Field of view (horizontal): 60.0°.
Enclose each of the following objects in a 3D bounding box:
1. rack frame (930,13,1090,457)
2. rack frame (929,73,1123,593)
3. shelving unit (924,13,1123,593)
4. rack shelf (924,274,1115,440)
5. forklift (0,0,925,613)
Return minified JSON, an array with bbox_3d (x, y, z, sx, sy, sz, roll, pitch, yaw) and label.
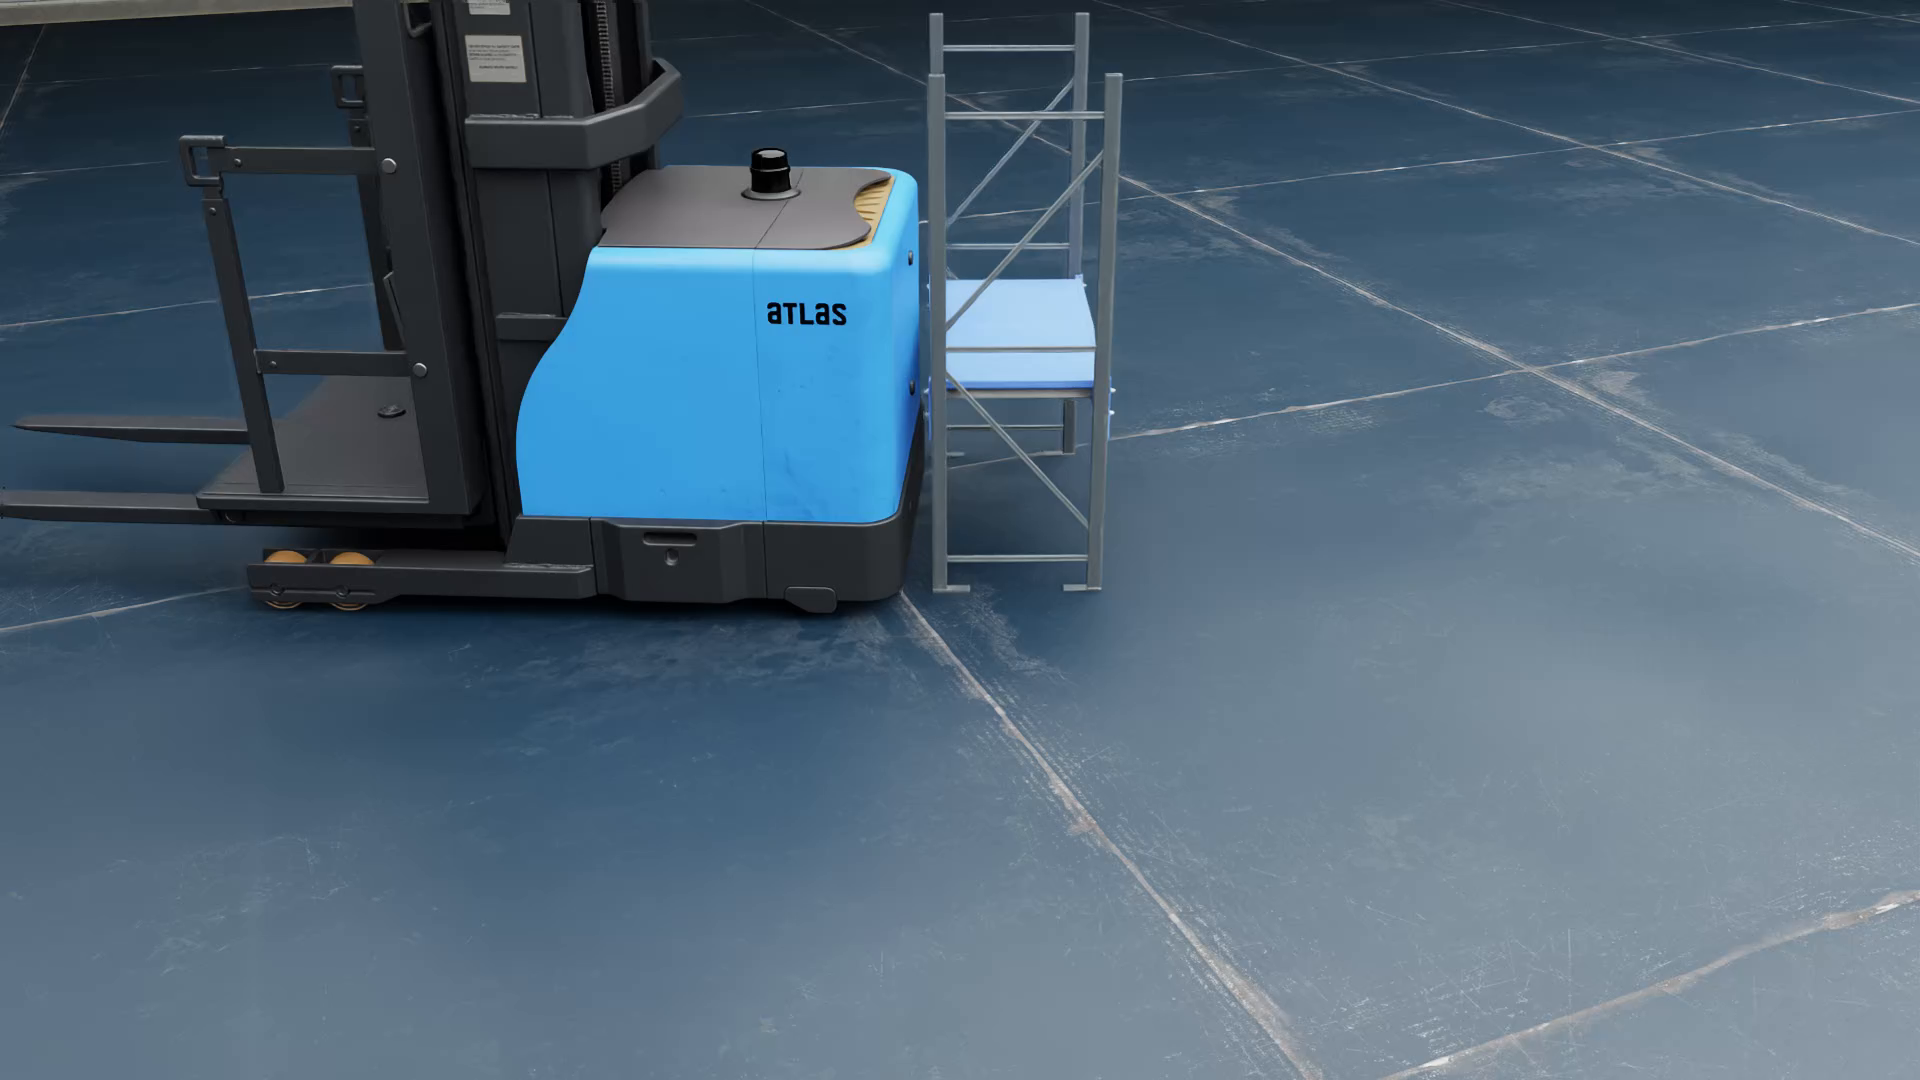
[{"bbox_3d":[0.155,-0.972,5.532,0.500,1.500,0.032,0,26,-1],"label":"rack frame"},{"bbox_3d":[0.169,-0.526,4.618,0.500,1.500,0.032,0,26,-1],"label":"rack frame"},{"bbox_3d":[0.162,-0.749,5.075,0.538,1.500,1.048,0,26,-1],"label":"shelving unit"},{"bbox_3d":[0.162,-0.588,5.154,0.538,0.185,1.000,0,26,-1],"label":"rack shelf"},{"bbox_3d":[-1.655,-1.341,4.657,3.031,2.935,1.130,1,26,3],"label":"forklift"}]
